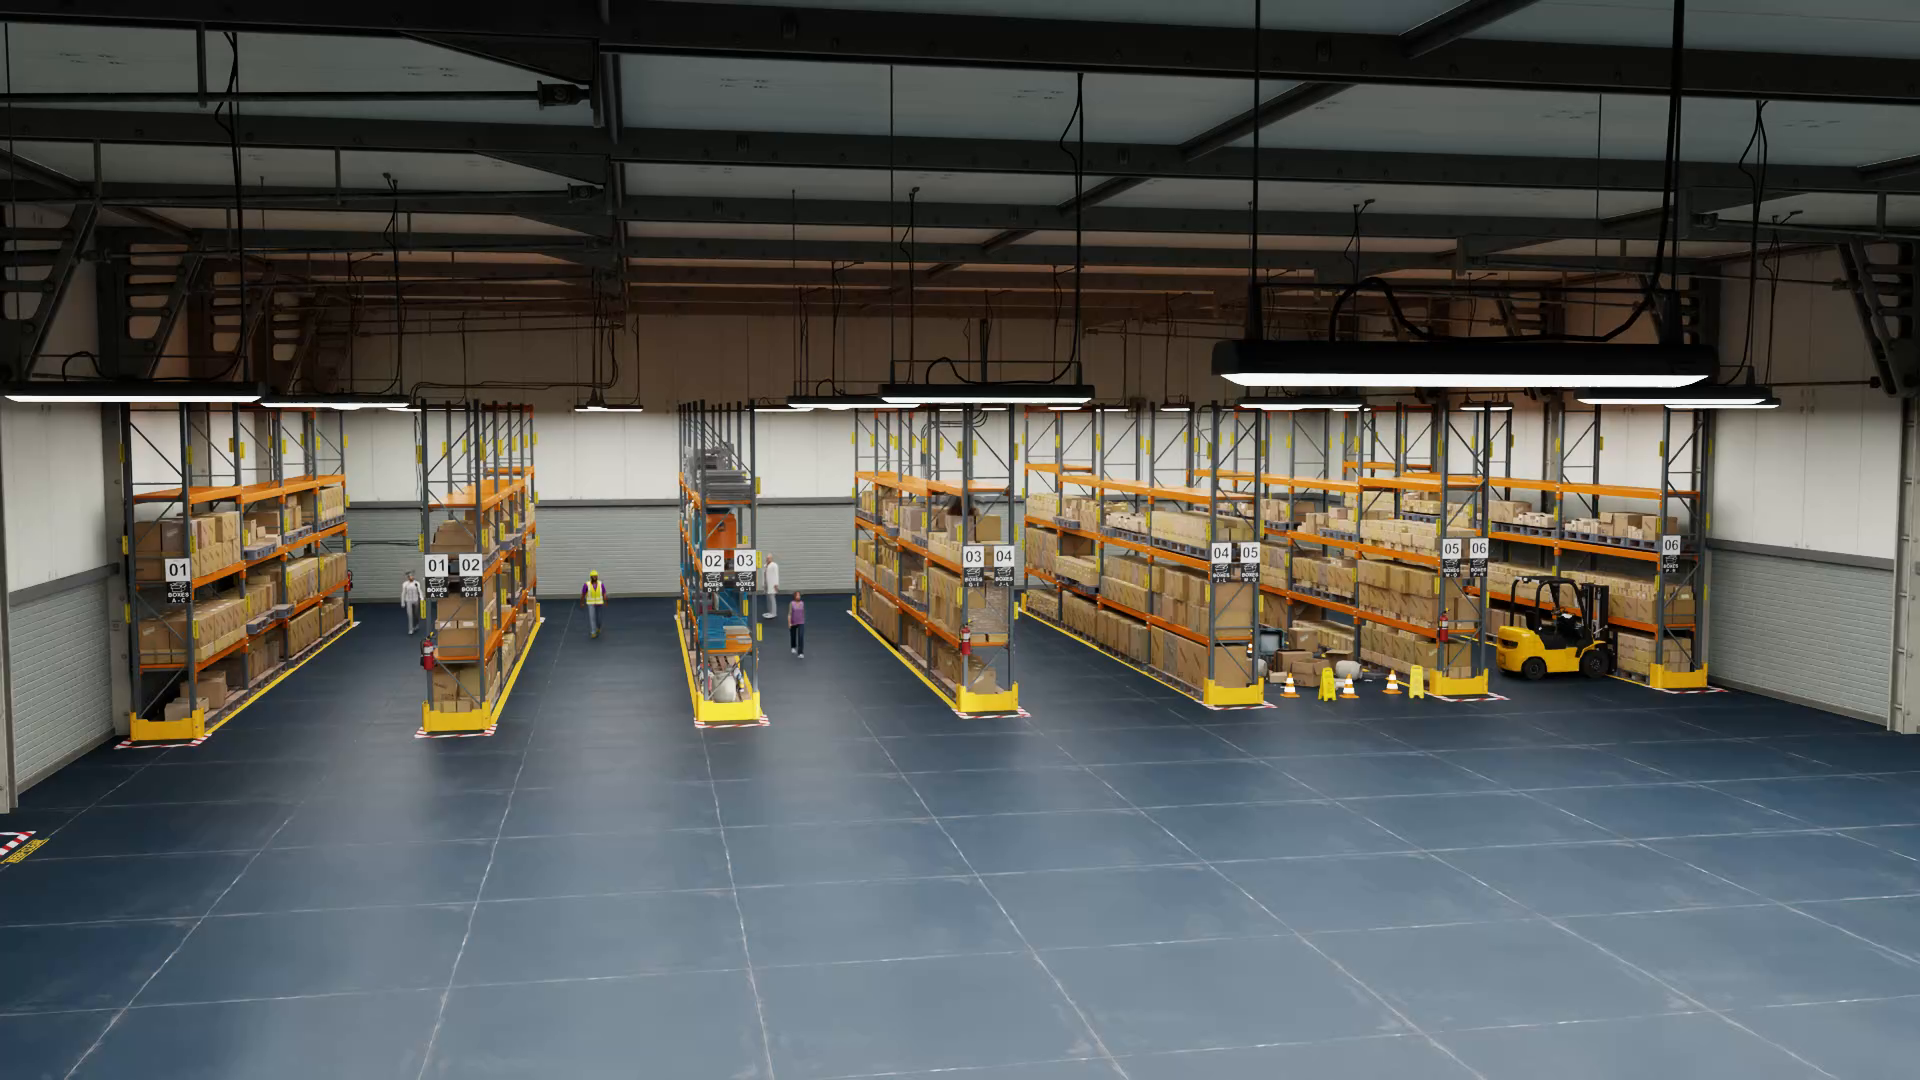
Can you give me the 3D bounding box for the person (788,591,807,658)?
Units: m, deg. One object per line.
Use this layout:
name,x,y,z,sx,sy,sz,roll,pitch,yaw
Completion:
person,-3.839,1.980,39.280,0.454,1.553,0.870,-1,4,-9

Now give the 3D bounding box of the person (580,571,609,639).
person,-9.395,1.648,42.727,0.713,1.724,1.080,-1,4,-15

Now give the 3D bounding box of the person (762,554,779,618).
person,-5.382,1.288,46.881,0.442,1.785,0.671,-4,6,-44

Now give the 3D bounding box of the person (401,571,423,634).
person,-14.360,1.609,43.570,0.551,1.636,0.940,-2,5,-20
